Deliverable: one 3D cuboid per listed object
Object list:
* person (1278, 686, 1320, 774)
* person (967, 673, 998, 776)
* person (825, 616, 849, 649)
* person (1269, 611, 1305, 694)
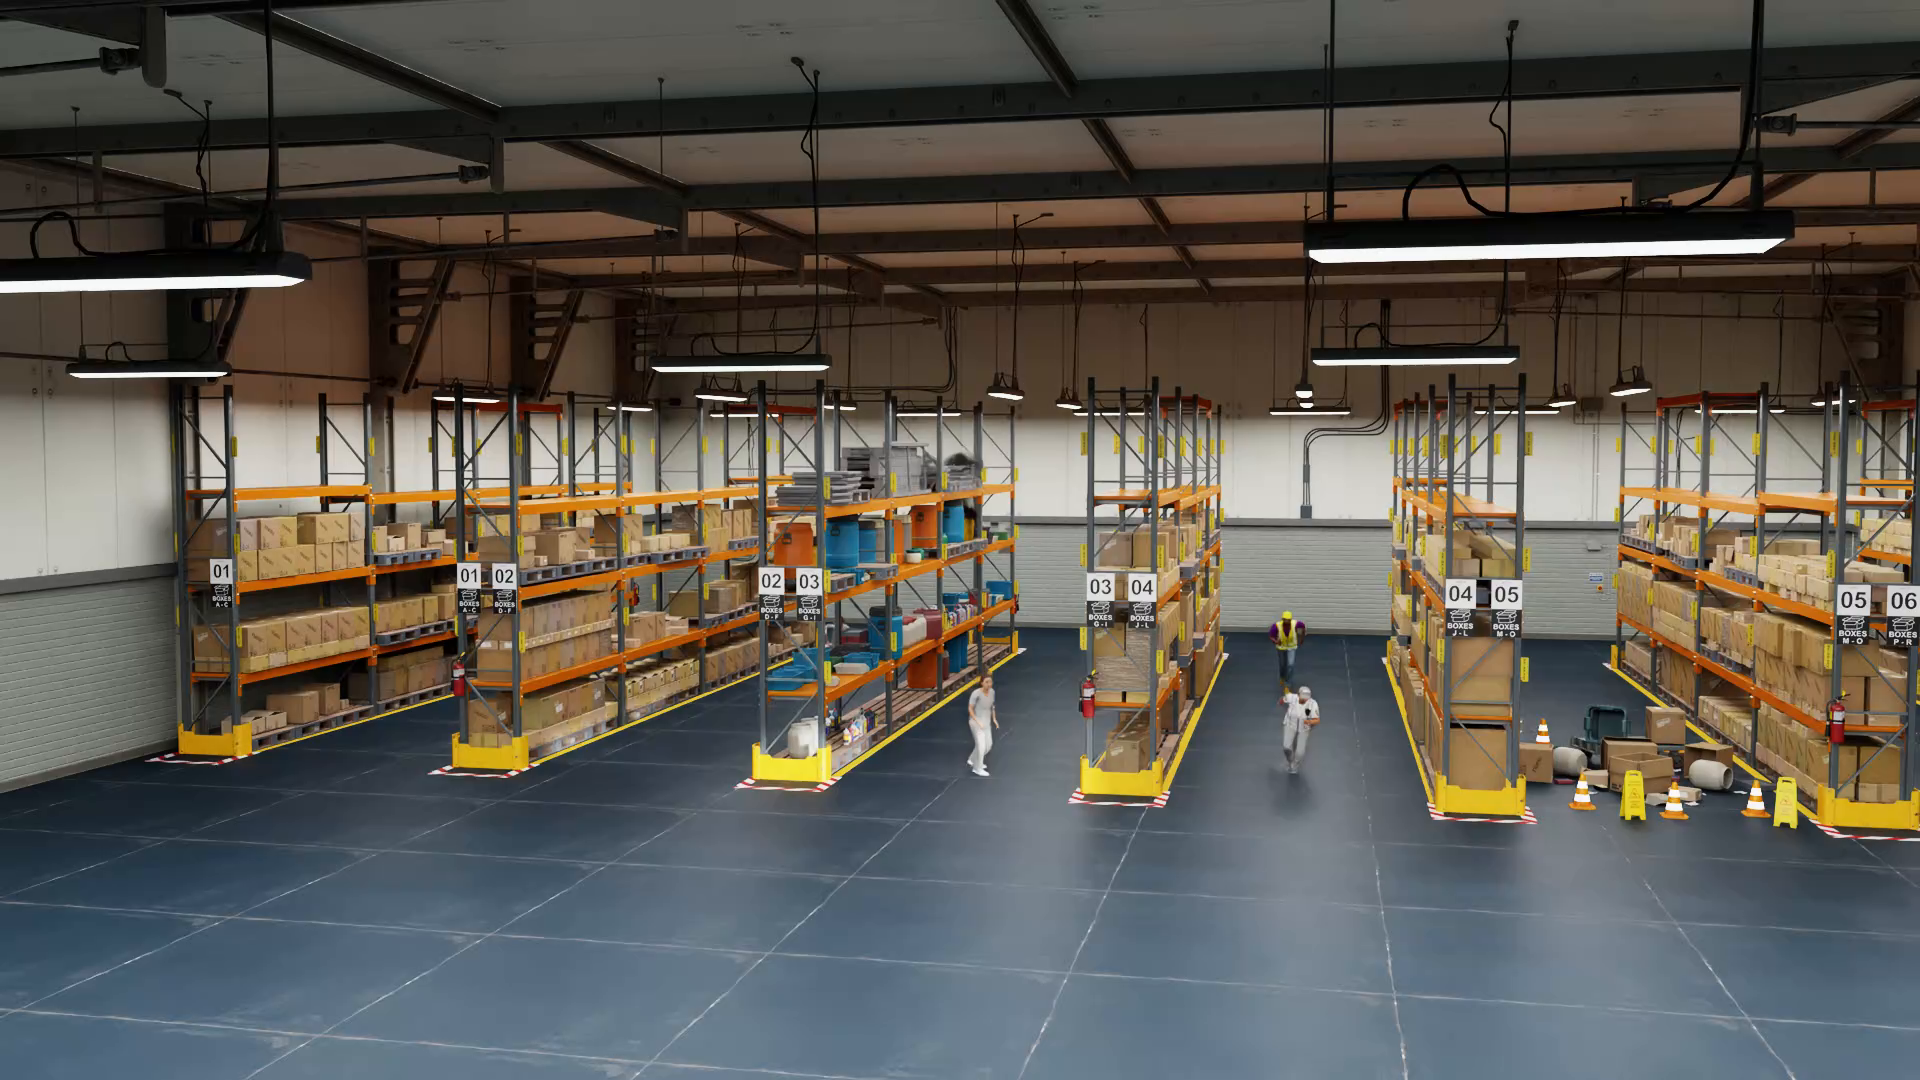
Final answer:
[{"bbox_3d":[5.123,2.877,25.155,0.623,1.417,0.950,1,3,10],"label":"person"},{"bbox_3d":[0.280,2.795,25.341,0.568,1.607,0.740,-3,4,-39],"label":"person"},{"bbox_3d":[-2.612,2.296,35.350,0.577,1.441,0.841,0,3,-2],"label":"person"},{"bbox_3d":[6.693,2.277,34.102,0.749,1.717,1.041,0,3,6],"label":"person"}]
